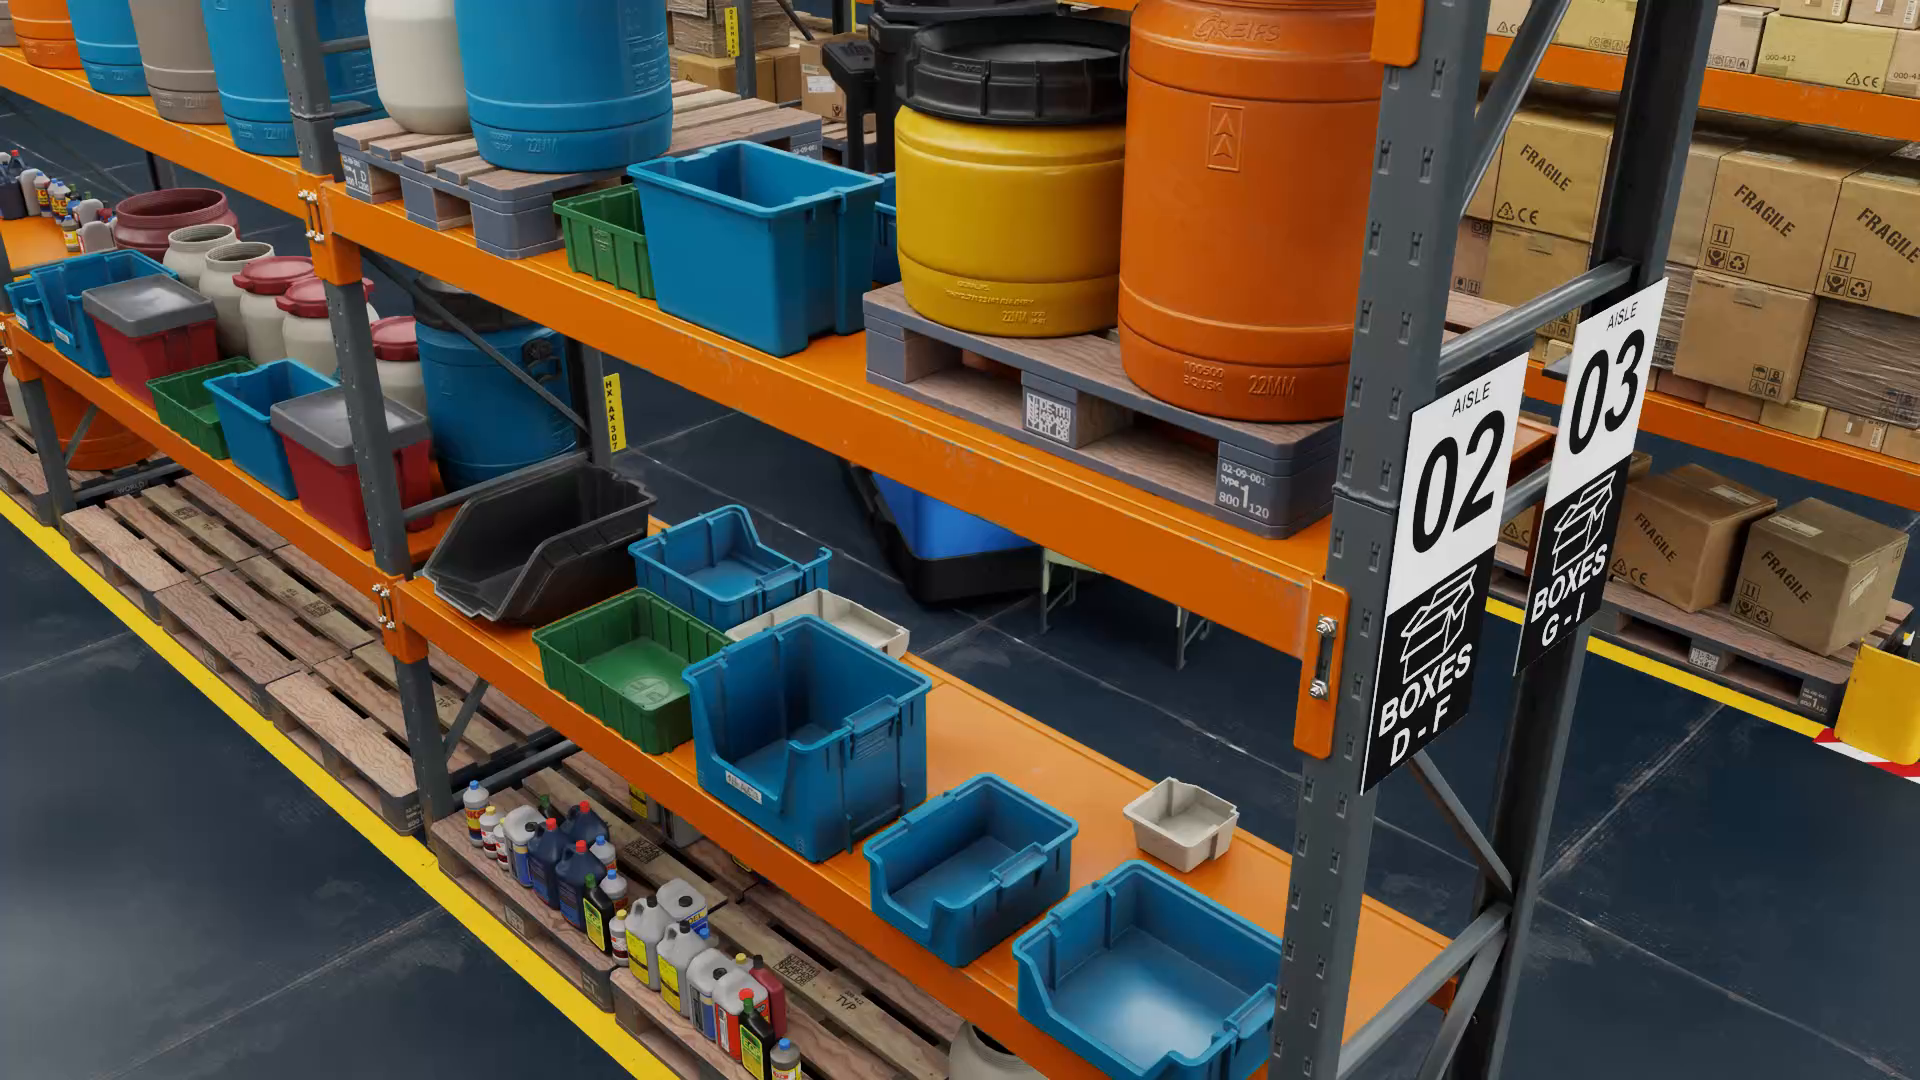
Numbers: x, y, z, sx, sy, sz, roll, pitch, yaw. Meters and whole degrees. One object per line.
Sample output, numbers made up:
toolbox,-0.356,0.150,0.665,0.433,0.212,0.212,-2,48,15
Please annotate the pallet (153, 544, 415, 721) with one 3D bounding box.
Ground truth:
pallet,-3.257,0.387,8.287,1.213,0.211,1.003,25,36,38

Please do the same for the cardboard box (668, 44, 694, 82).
cardboard box,-2.052,-3.442,12.466,0.500,0.500,0.500,24,36,38

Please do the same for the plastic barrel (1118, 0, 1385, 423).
plastic barrel,0.622,-0.721,3.262,0.708,0.830,0.600,25,36,38

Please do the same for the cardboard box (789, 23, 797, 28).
cardboard box,-1.996,-5.809,19.046,0.250,0.149,0.380,25,36,38

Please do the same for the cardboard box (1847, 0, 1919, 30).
cardboard box,3.737,-2.146,6.618,0.250,0.149,0.380,23,35,36

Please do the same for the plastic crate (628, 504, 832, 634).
plastic crate,-0.816,0.131,5.937,0.616,0.251,0.499,25,36,38

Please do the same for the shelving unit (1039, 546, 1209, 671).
shelving unit,0.822,-0.195,8.009,0.755,1.500,0.431,14,31,24

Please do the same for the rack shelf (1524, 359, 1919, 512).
rack shelf,3.103,-0.878,8.471,4.000,0.370,1.077,25,36,38

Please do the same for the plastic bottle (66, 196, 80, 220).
plastic bottle,-5.165,-1.880,9.741,0.097,0.271,0.097,0,28,0

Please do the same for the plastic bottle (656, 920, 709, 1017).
plastic bottle,-0.940,1.434,5.673,0.144,0.351,0.185,-24,36,-37

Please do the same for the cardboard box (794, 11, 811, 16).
cardboard box,-1.991,-6.159,19.712,0.380,0.149,0.250,-24,36,-37

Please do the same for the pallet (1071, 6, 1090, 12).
pallet,1.792,-4.880,15.514,1.003,0.211,1.213,25,36,38

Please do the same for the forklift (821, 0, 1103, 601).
forklift,-0.116,-1.653,9.245,1.130,2.935,3.031,-7,29,-14

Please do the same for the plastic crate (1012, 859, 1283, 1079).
plastic crate,0.490,1.101,4.092,0.616,0.251,0.499,25,36,38

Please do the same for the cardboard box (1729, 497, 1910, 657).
cardboard box,4.096,0.167,7.944,0.500,0.500,0.500,-18,33,-30

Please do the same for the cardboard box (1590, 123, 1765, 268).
cardboard box,3.249,-1.585,7.541,0.500,0.500,0.500,25,36,38

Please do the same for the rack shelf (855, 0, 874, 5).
rack shelf,-1.904,-6.407,18.985,4.000,0.370,1.077,25,36,38

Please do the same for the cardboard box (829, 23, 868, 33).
cardboard box,-1.274,-5.805,19.039,0.380,0.149,0.250,-24,36,-38

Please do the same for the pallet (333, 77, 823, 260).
pallet,-1.212,-1.247,5.378,1.003,0.211,1.213,25,36,38

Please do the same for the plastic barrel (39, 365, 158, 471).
plastic barrel,-5.008,-0.890,9.601,0.708,0.830,0.600,25,36,38

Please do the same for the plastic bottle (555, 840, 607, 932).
plastic bottle,-1.376,1.235,6.052,0.185,0.351,0.144,23,35,36

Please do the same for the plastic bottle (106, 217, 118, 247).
plastic bottle,-4.729,-1.704,9.402,0.135,0.276,0.152,25,36,38

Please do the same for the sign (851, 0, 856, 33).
sign,-0.801,-3.815,12.124,0.005,0.325,0.100,25,36,38

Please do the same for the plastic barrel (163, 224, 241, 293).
plastic barrel,-3.764,-1.296,8.371,0.421,0.512,0.421,0,28,0

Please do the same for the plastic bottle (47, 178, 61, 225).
plastic bottle,-5.452,-2.051,10.066,0.097,0.271,0.097,0,28,0

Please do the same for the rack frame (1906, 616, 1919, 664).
rack frame,4.530,-0.544,7.062,0.127,3.000,1.000,25,36,38

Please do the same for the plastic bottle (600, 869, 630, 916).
plastic bottle,-1.245,1.305,6.003,0.097,0.271,0.097,0,28,0

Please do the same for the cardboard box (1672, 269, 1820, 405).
cardboard box,3.716,-1.032,7.563,0.500,0.500,0.875,25,36,38

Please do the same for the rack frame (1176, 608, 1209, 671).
rack frame,1.147,-0.116,7.860,0.023,1.500,0.400,14,31,24

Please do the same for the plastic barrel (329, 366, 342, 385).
plastic barrel,-2.631,-0.627,7.369,0.301,0.262,0.301,0,28,0

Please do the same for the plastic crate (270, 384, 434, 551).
plastic crate,-2.355,-0.291,6.511,0.583,0.464,0.402,25,36,38

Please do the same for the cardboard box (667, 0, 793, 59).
cardboard box,-1.685,-3.887,12.234,0.797,0.503,0.637,-24,36,-38

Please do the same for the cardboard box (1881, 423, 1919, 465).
cardboard box,4.182,-0.458,7.167,0.250,0.149,0.380,25,36,38

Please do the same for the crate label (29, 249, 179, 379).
crate label,-4.129,-1.113,8.105,0.616,0.435,0.502,25,36,38

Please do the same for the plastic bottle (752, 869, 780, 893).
plastic bottle,-0.728,1.174,6.240,0.133,0.283,0.061,25,36,38

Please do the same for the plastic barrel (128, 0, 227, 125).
plastic barrel,-2.776,-2.063,6.188,0.600,0.901,0.600,0,28,0

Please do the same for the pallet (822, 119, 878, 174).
pallet,-0.592,-2.873,11.696,1.003,0.211,1.213,25,36,38

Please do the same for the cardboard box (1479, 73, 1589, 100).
cardboard box,2.904,-2.086,8.493,0.500,0.500,0.500,25,36,38

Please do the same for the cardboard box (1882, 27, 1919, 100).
cardboard box,4.008,-1.879,6.538,0.500,0.250,0.500,-24,36,-38

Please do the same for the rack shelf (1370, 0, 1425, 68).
rack shelf,-0.369,-1.713,4.041,4.000,0.370,1.077,25,36,38

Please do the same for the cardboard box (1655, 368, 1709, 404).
cardboard box,3.473,-0.786,7.791,0.250,0.149,0.380,25,36,38

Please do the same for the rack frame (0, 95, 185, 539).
rack frame,-4.647,-1.511,8.900,0.127,3.000,1.000,25,36,38

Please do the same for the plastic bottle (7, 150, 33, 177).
plastic bottle,-5.829,-2.243,10.347,0.185,0.351,0.144,25,36,38

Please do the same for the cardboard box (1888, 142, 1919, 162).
cardboard box,4.328,-1.433,7.250,0.500,0.500,0.500,25,36,38

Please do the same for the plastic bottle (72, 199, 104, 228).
plastic bottle,-5.059,-1.855,9.689,0.135,0.276,0.152,25,36,38

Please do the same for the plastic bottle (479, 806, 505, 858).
plastic bottle,-1.803,1.121,6.430,0.097,0.201,0.097,0,28,0

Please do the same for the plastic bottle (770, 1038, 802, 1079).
plastic bottle,-0.560,1.689,5.348,0.097,0.201,0.097,0,28,0

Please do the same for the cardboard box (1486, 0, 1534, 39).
cardboard box,2.546,-2.542,7.800,0.500,0.250,0.500,23,35,36
